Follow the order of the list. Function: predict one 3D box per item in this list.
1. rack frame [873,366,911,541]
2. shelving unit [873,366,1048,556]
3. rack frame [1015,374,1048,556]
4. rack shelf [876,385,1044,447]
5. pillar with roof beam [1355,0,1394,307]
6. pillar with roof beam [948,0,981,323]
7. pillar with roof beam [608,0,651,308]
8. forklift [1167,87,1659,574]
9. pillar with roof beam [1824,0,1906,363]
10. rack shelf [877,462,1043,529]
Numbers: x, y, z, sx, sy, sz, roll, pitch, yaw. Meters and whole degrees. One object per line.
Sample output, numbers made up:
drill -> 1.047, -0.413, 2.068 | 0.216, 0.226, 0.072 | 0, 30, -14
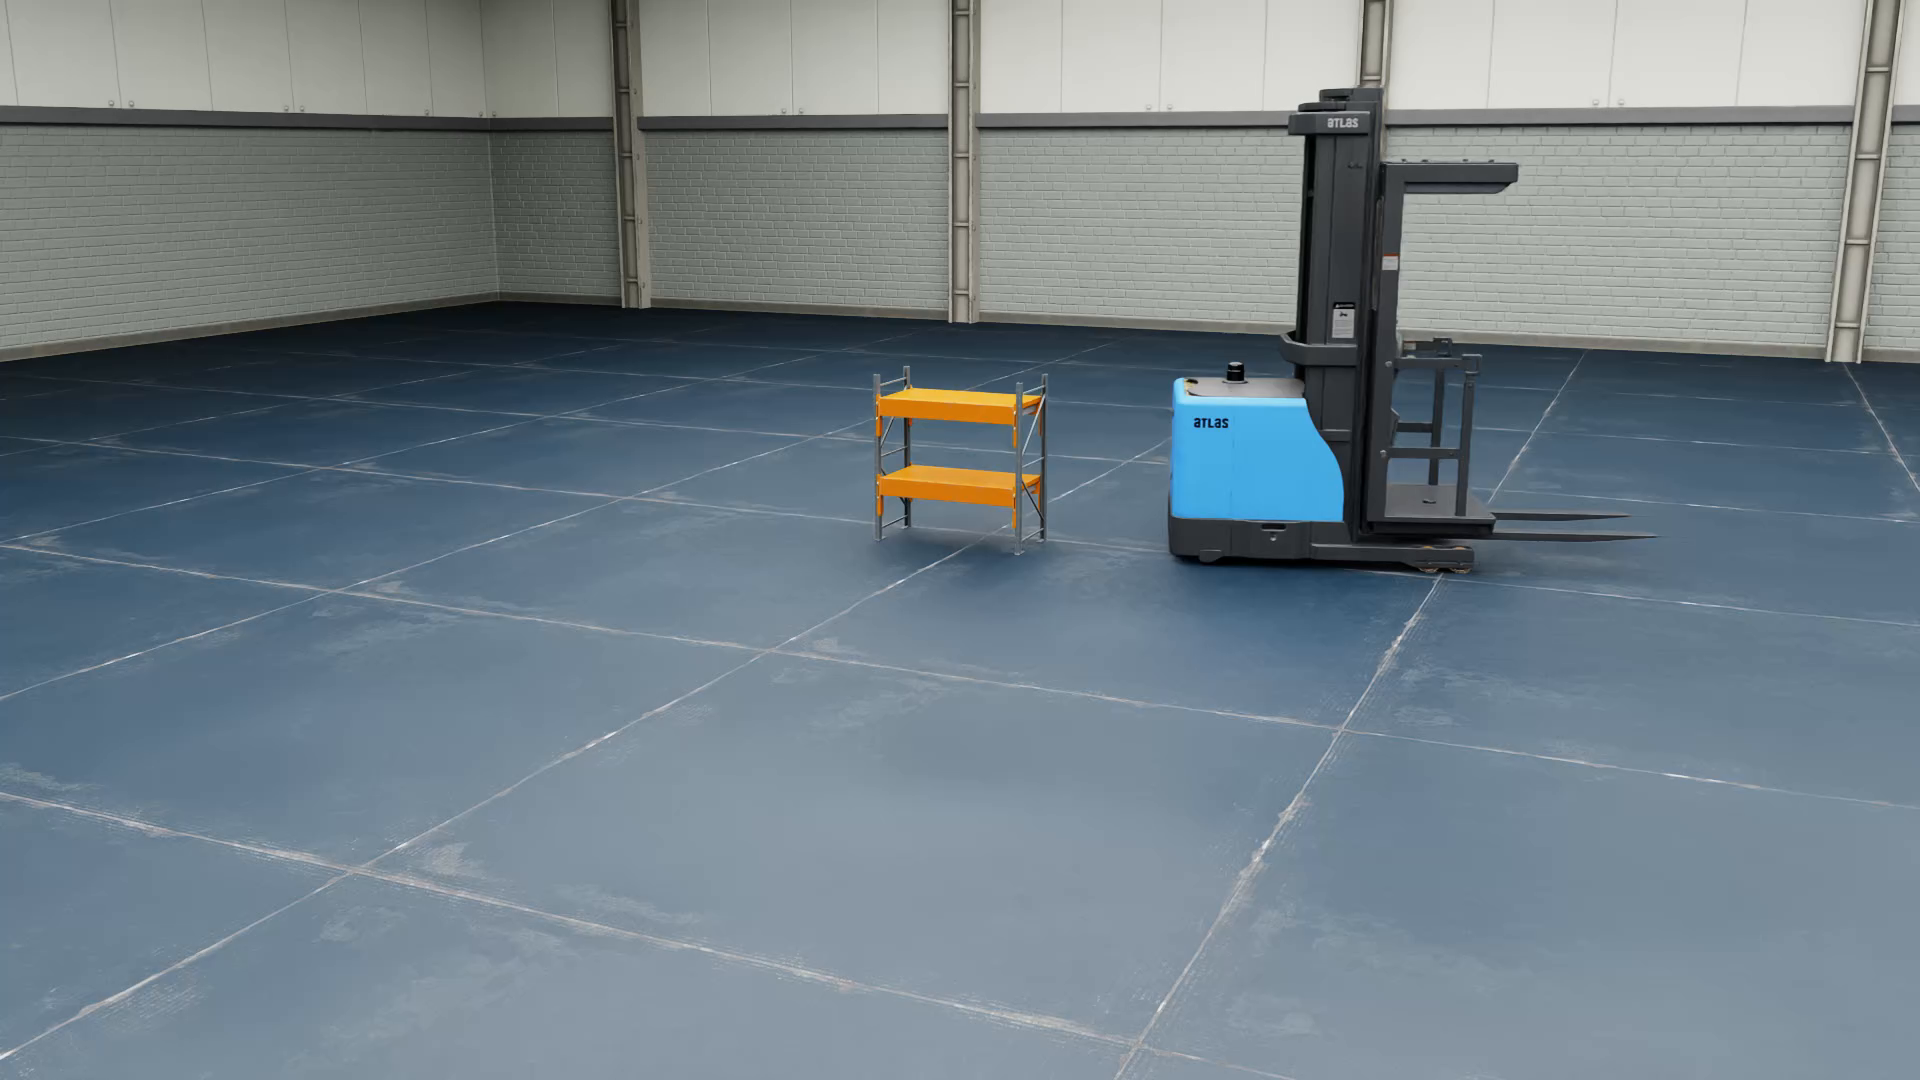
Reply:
rack frame -> -0.459, -0.594, 11.324 | 0.032, 1.125, 0.500 | 6, 14, 23
shelving unit -> 0.006, -0.547, 11.124 | 1.048, 1.125, 0.538 | 6, 14, 23
rack frame -> 0.471, -0.500, 10.923 | 0.032, 1.125, 0.500 | 6, 14, 23
rack shelf -> 0.006, -0.832, 11.057 | 1.000, 0.278, 0.538 | 6, 14, 23
pillar with roof beam -> 3.806, -6.276, 18.303 | 0.400, 9.000, 9.100 | 6, 14, 23
pillar with roof beam -> -1.680, -6.831, 20.669 | 0.400, 9.000, 9.100 | 6, 14, 23
pillar with roof beam -> -7.165, -7.386, 23.035 | 0.400, 9.000, 9.100 | 6, 14, 23
forklift -> 2.892, -1.345, 10.570 | 3.031, 2.935, 1.130 | 1, 13, 6
pillar with roof beam -> 9.292, -5.721, 15.937 | 0.400, 9.000, 9.100 | 6, 14, 23
rack shelf -> 0.006, -0.309, 11.180 | 1.000, 0.278, 0.538 | 6, 14, 23
